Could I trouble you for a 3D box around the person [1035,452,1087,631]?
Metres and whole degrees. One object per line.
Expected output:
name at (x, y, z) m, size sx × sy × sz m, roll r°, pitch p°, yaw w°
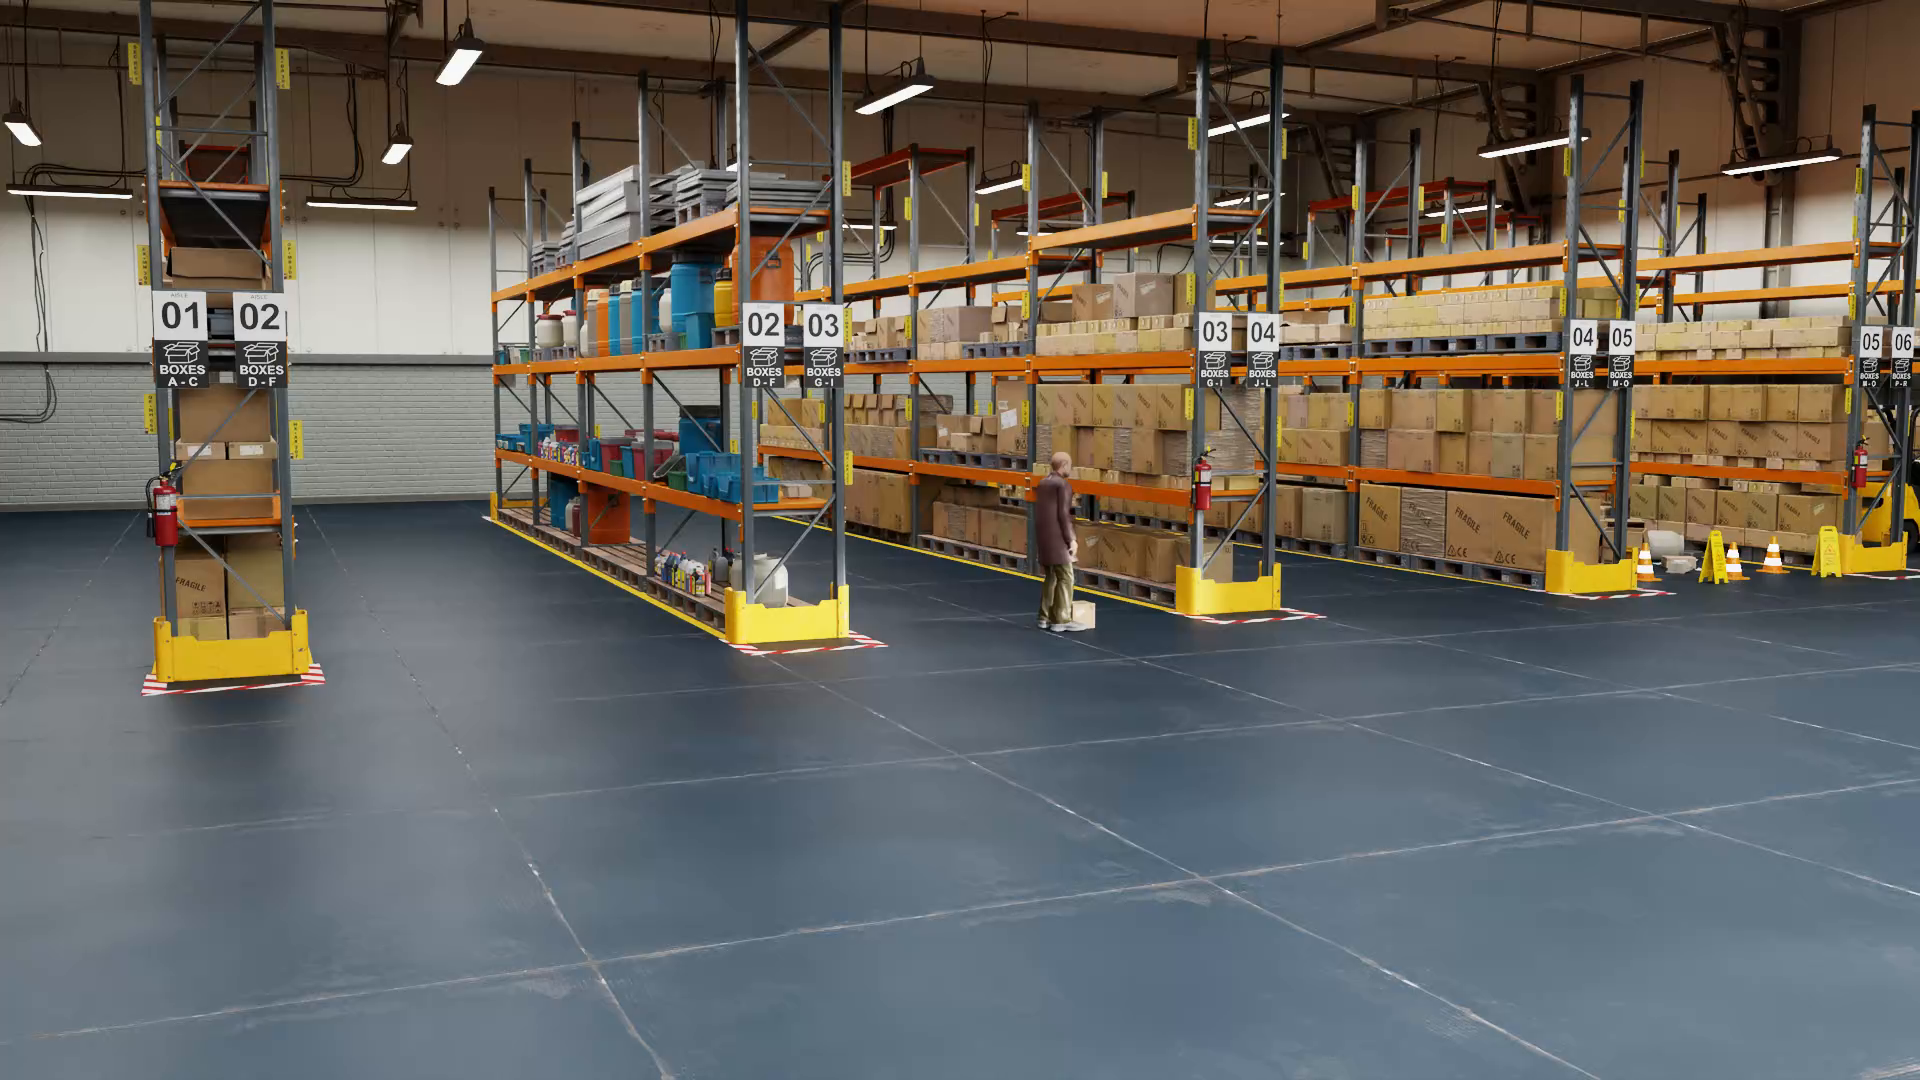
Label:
person at (0.974, 0.006, 16.624) m, size 0.419 × 1.774 × 0.646 m, roll -2°, pitch 6°, yaw -24°
